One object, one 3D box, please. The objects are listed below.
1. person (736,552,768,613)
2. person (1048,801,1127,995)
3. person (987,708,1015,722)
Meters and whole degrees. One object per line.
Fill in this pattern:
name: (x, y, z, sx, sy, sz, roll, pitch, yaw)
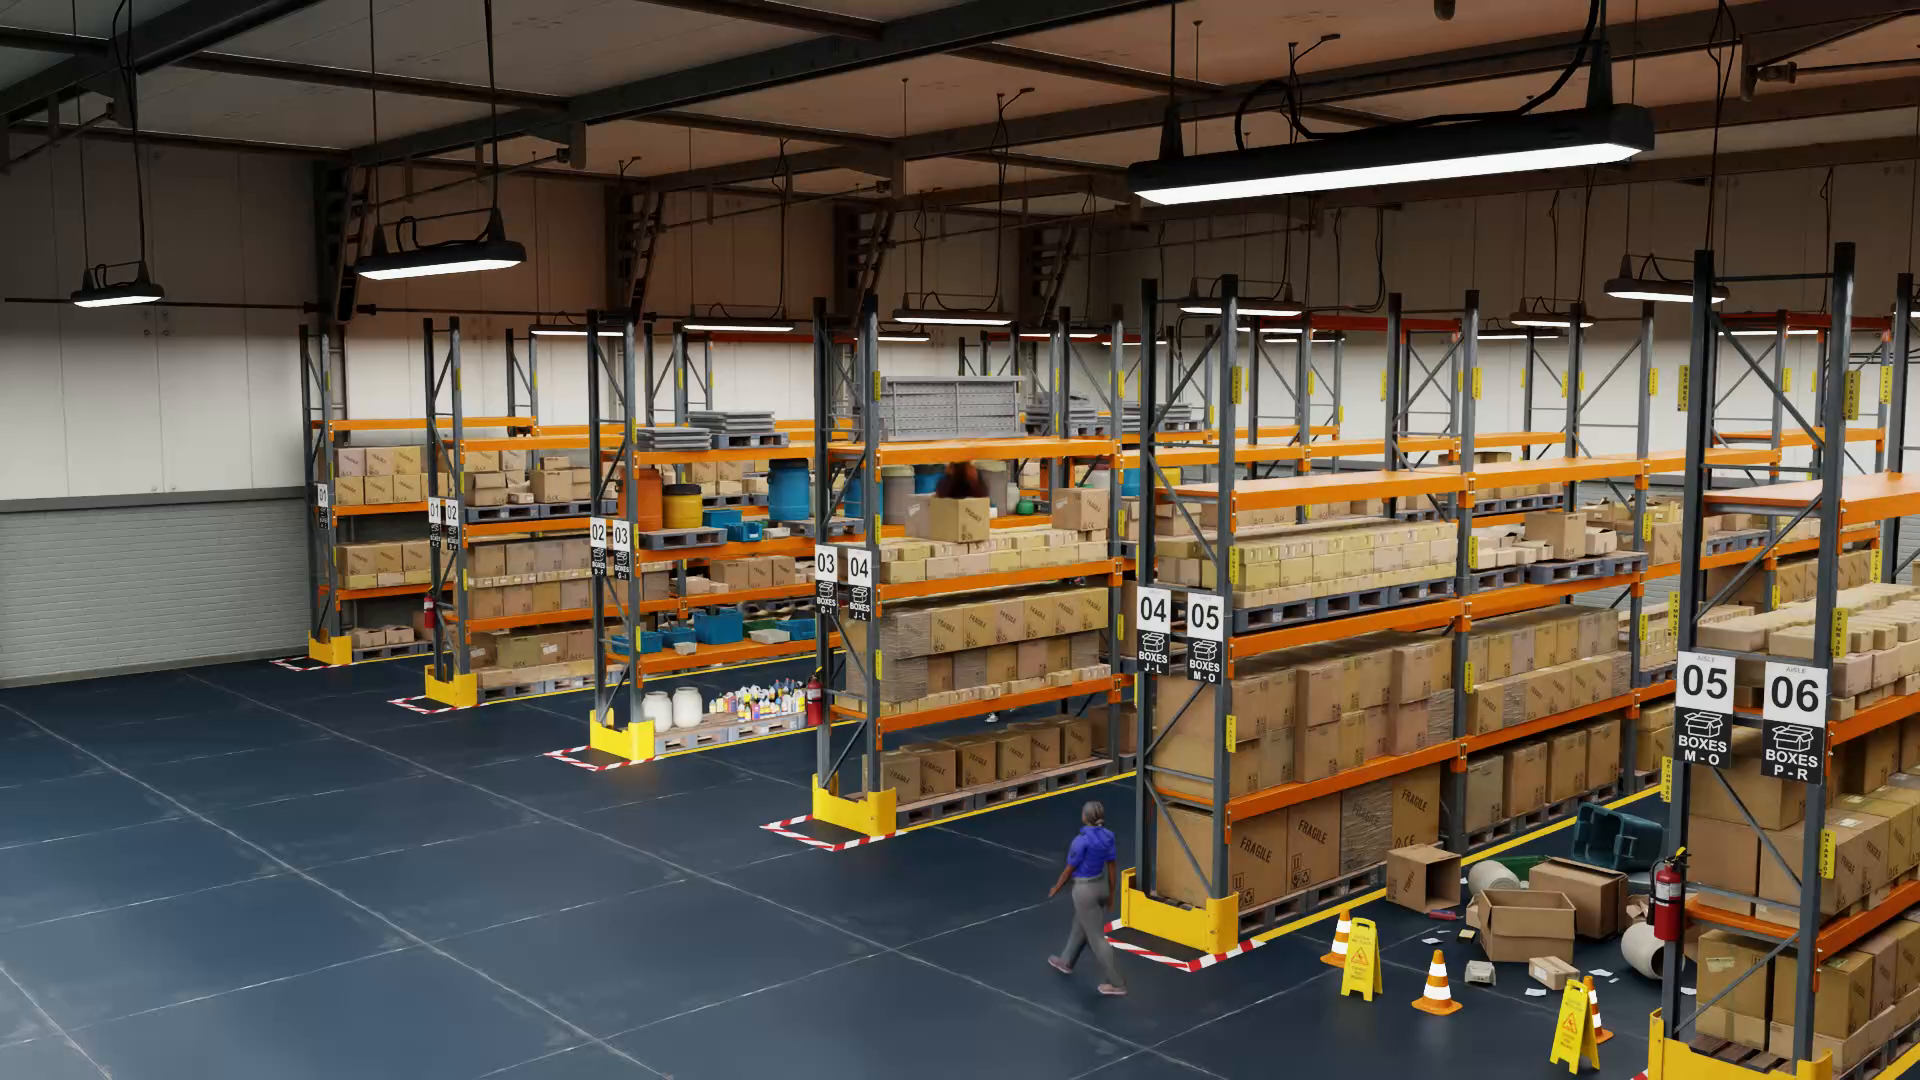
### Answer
person: (-4.120, 0.997, 32.901, 0.995, 1.763, 0.743, -6, 8, -44)
person: (1.023, 2.944, 13.920, 0.972, 1.597, 0.456, 5, 8, 41)
person: (0.640, 1.889, 24.751, 0.470, 1.552, 0.827, 5, 8, 42)
